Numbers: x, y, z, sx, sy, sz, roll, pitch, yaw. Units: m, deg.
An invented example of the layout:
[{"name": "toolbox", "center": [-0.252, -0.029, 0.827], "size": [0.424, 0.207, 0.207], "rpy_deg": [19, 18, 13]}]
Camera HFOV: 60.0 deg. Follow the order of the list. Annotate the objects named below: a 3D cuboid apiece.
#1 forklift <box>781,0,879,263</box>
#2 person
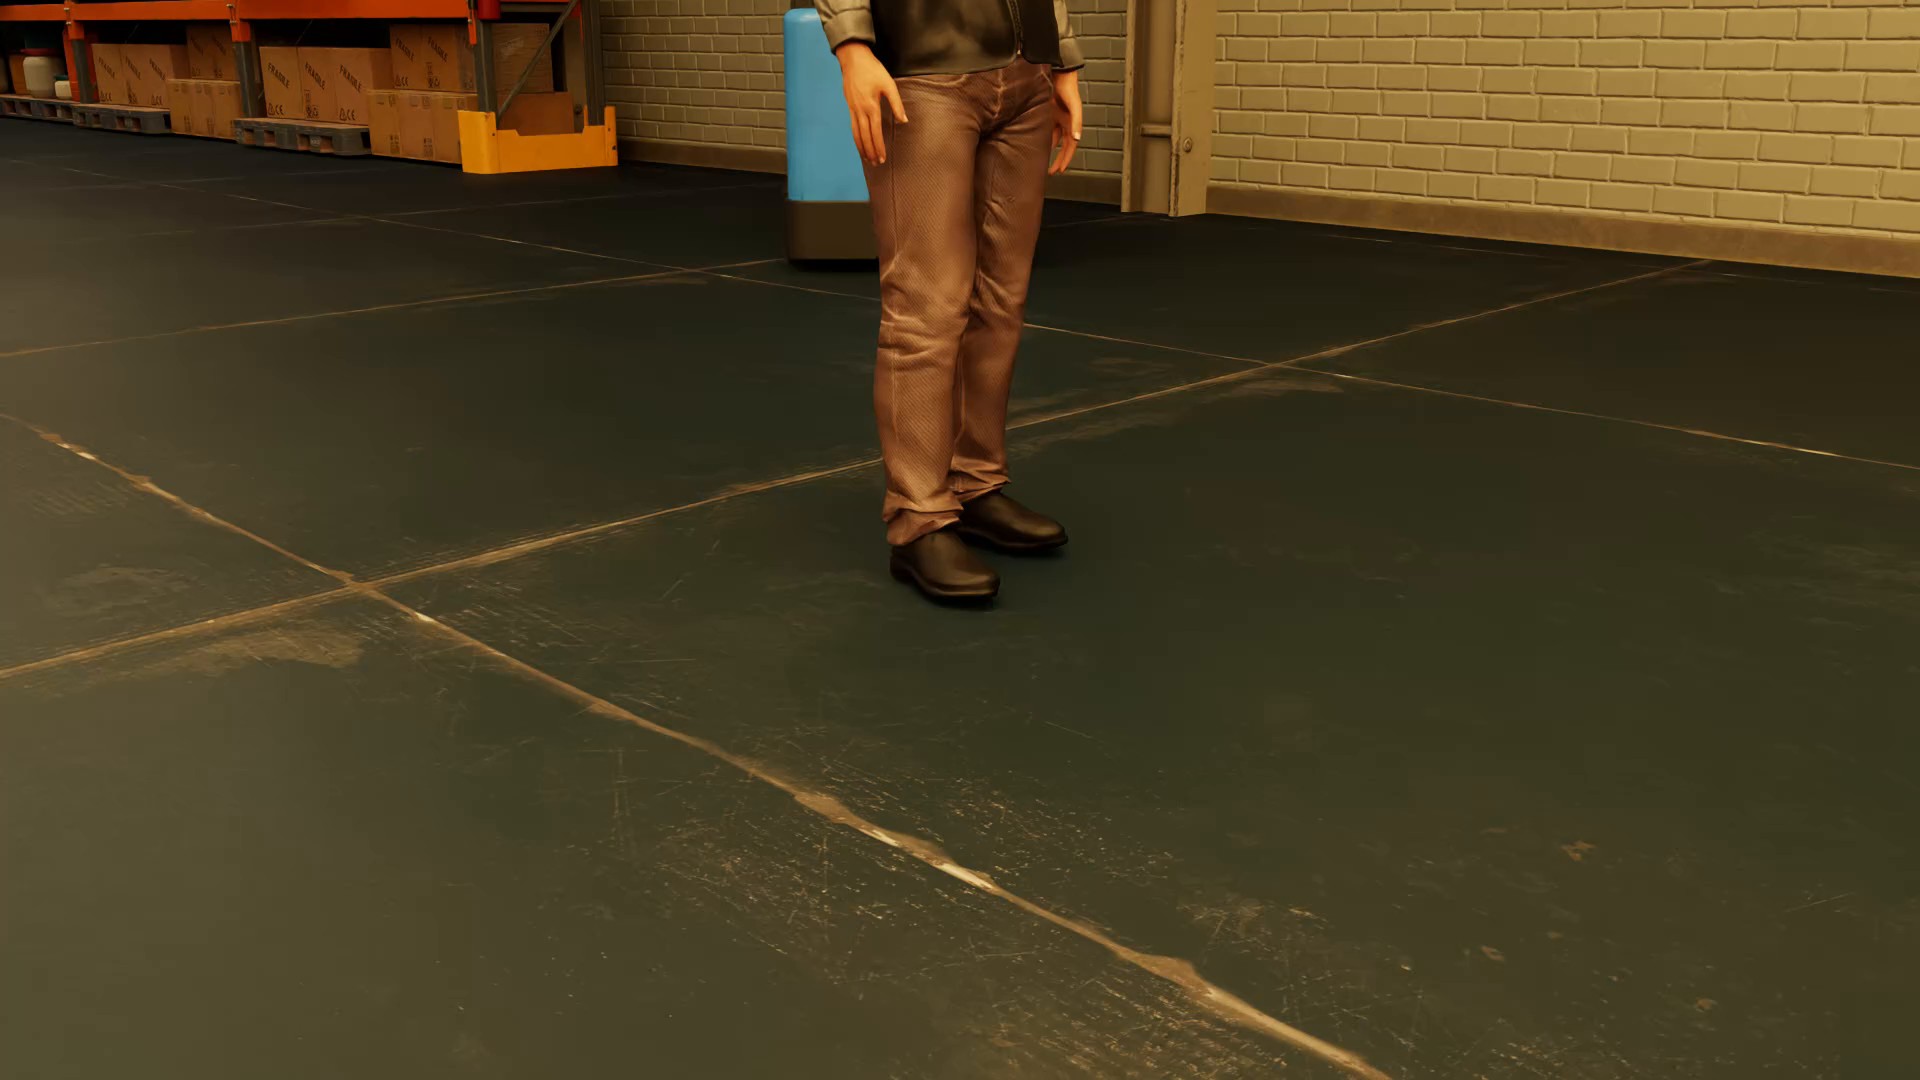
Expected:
[{"name": "forklift", "center": [-0.269, -2.954, 8.002], "size": [1.130, 2.935, 3.031], "rpy_deg": [-1, 17, -2]}, {"name": "person", "center": [0.038, -0.815, 3.092], "size": [0.568, 1.720, 0.632], "rpy_deg": [16, 23, 42]}]
